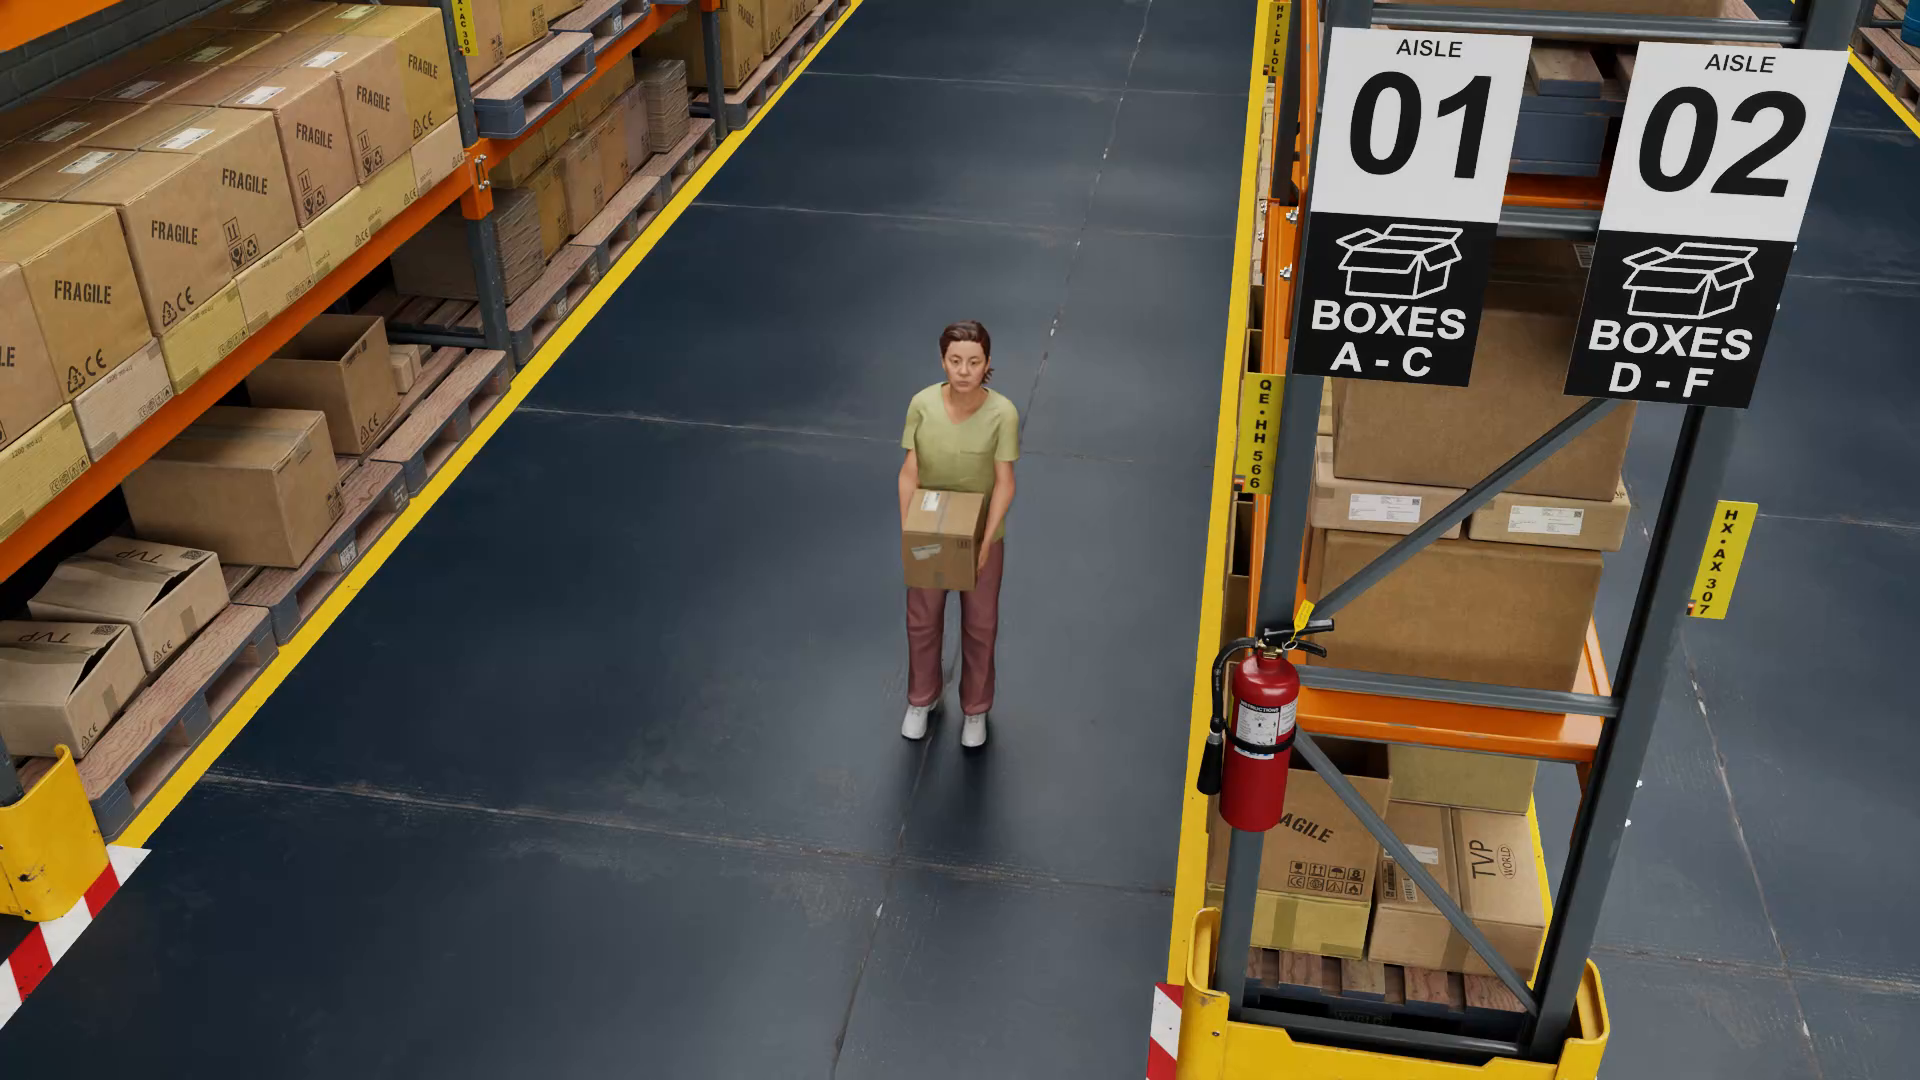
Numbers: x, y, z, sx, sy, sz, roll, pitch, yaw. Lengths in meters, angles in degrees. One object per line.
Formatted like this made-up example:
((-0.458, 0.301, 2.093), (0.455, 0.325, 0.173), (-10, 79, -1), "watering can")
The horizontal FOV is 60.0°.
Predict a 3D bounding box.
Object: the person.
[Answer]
((-0.009, 0.014, 6.117), (0.436, 1.673, 0.543), (5, 33, 8), "person")
